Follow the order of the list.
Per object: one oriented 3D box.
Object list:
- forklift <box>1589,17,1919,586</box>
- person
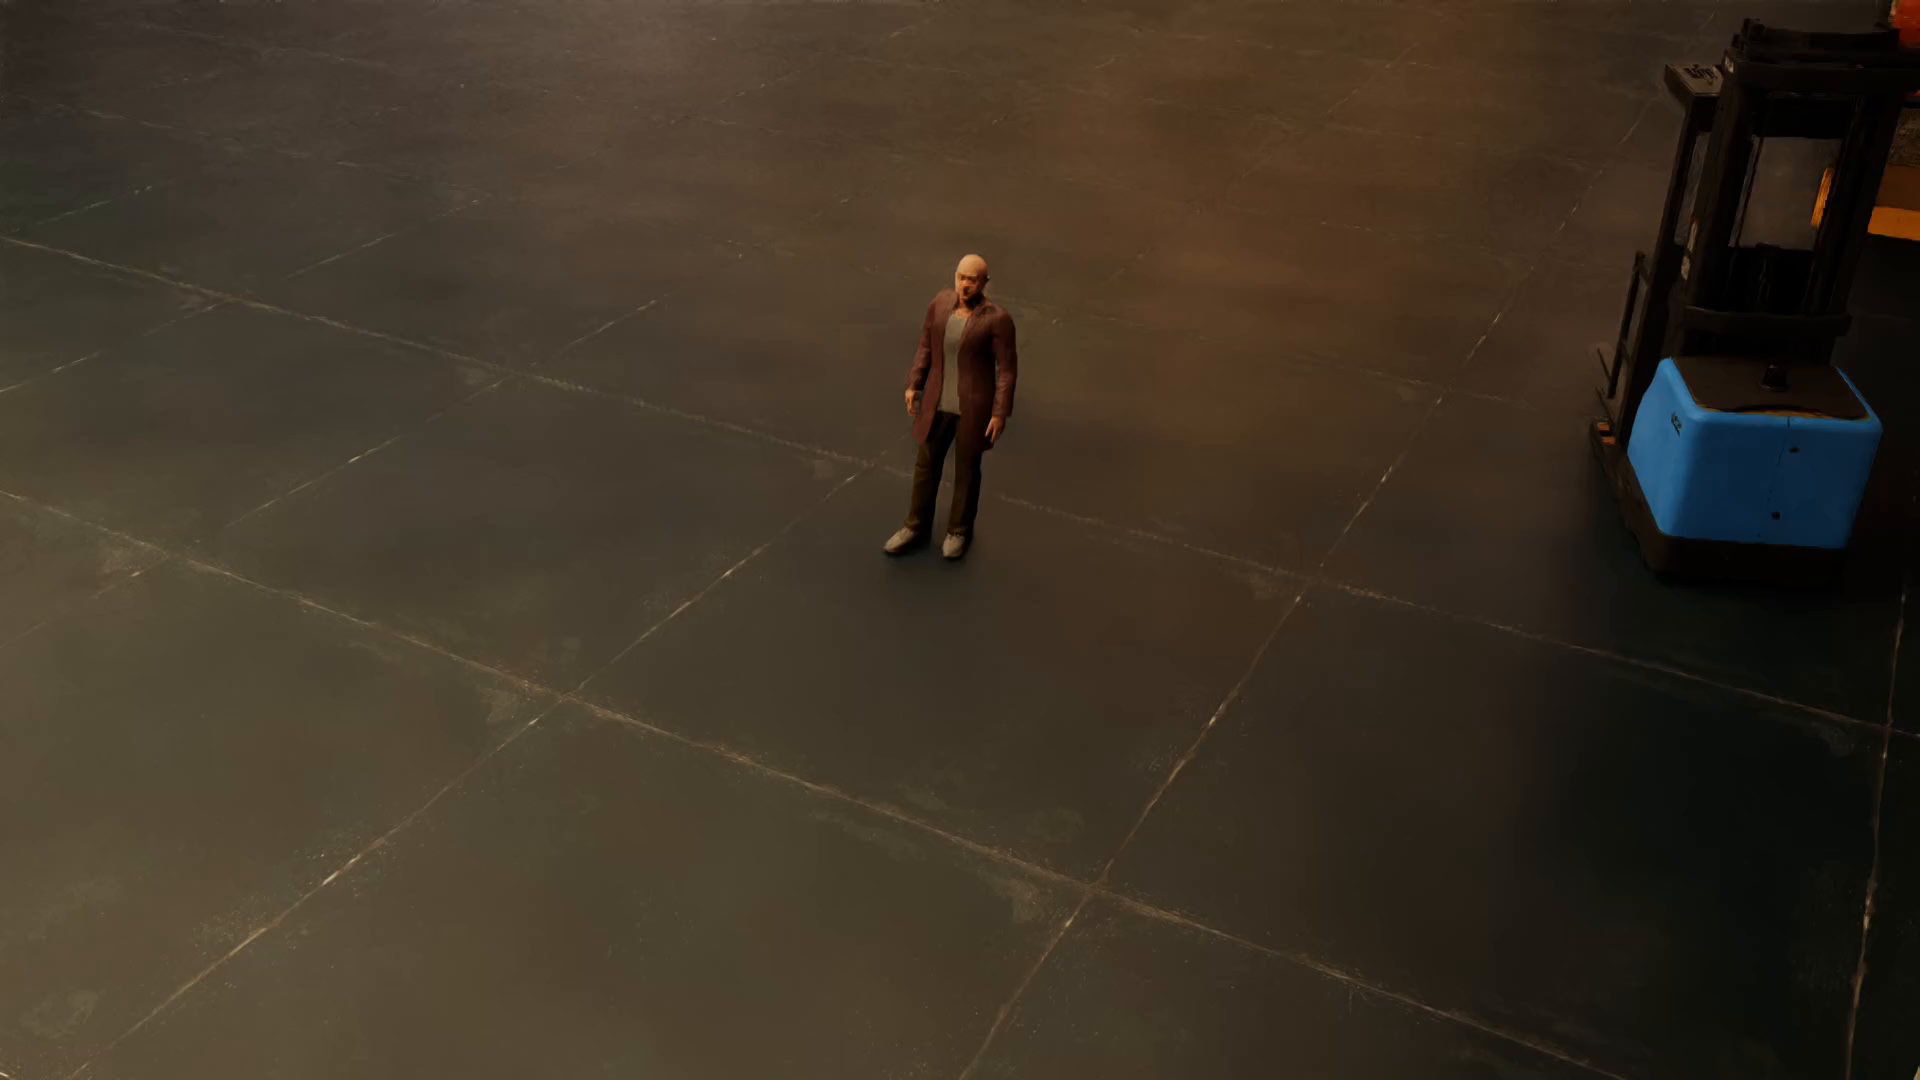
[{"bbox_3d":[4.712,-1.725,10.059,1.130,2.935,3.031,4,30,8],"label":"forklift"},{"bbox_3d":[-0.048,-0.737,9.488,0.694,1.776,0.580,15,33,25],"label":"person"}]
